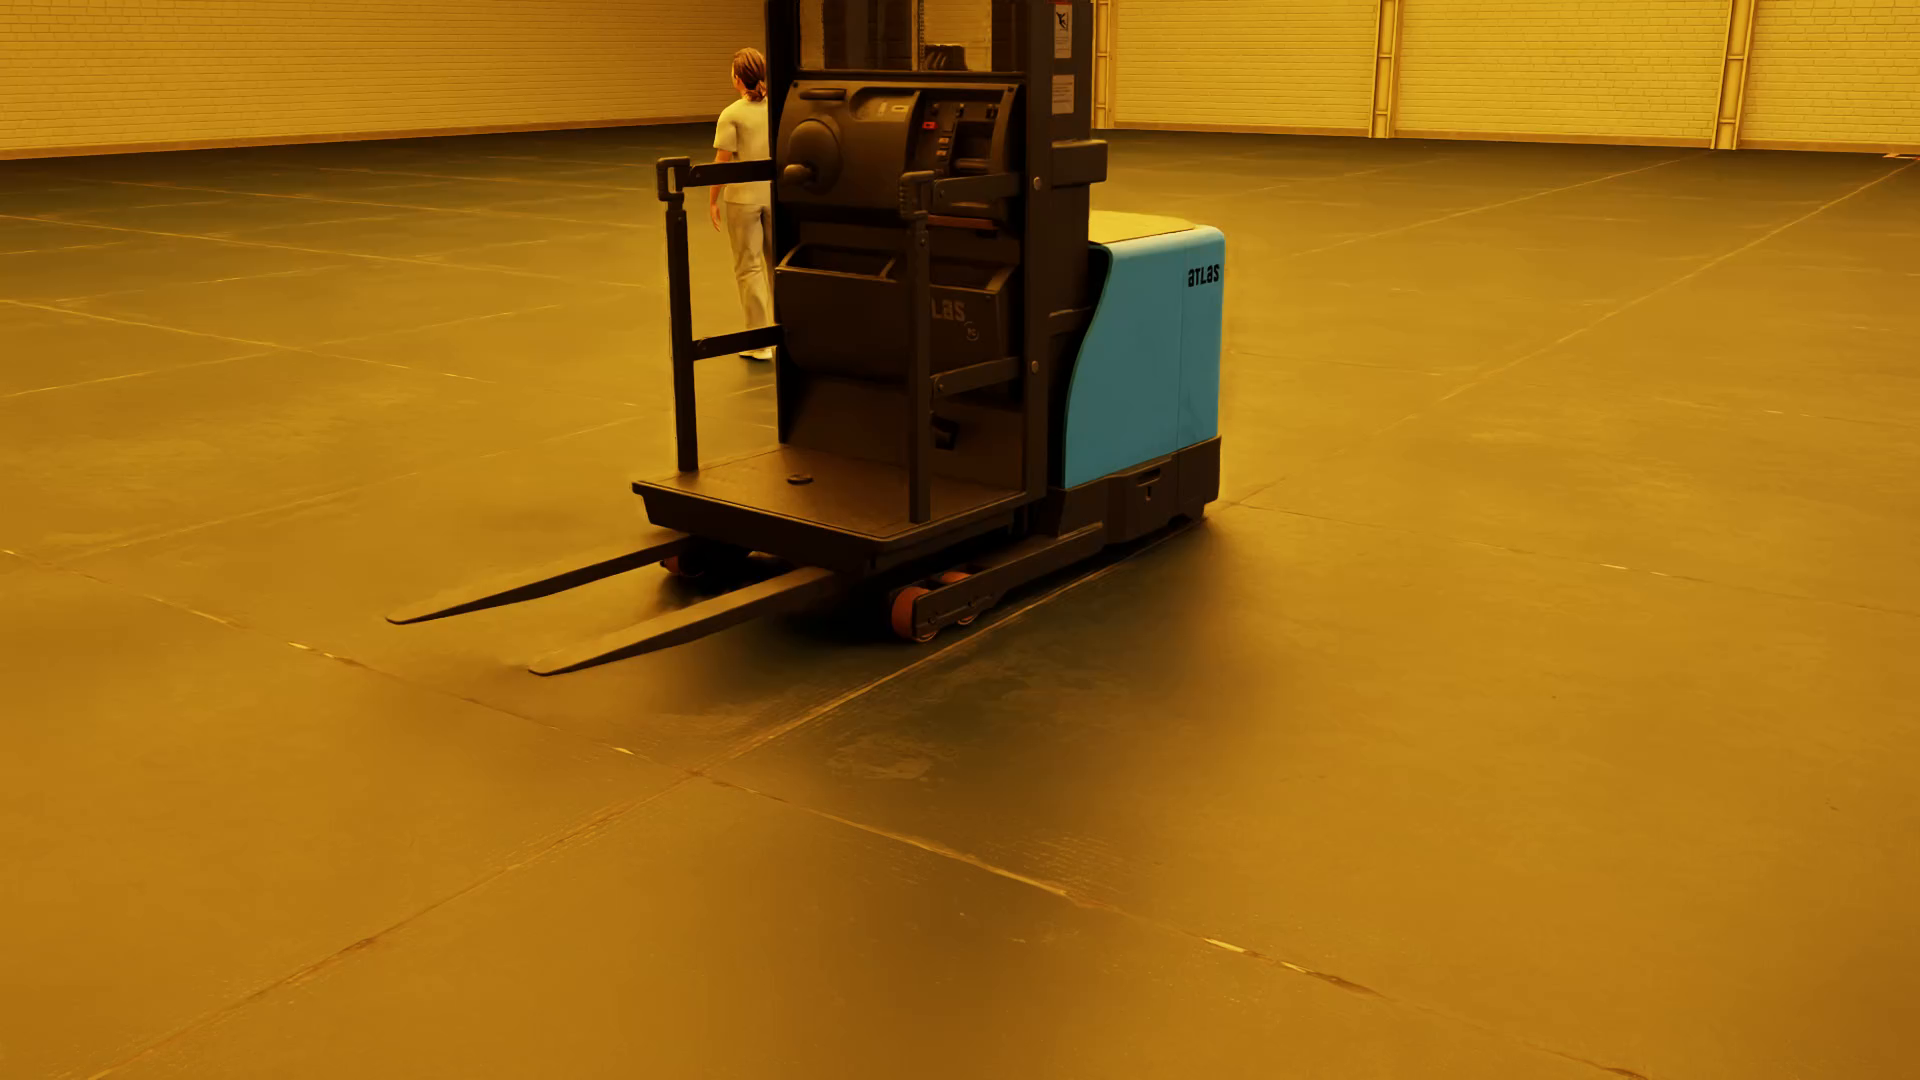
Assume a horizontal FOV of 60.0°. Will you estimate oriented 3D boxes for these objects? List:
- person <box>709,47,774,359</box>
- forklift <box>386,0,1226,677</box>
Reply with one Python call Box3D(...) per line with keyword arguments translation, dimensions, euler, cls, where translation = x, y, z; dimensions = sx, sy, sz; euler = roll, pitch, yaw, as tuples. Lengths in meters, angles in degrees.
Box3D(translation=(-1.132, -1.839, 9.146), dimensions=(0.550, 1.673, 0.548), euler=(-8, 19, -26), cls="person")
Box3D(translation=(-0.341, -1.260, 5.045), dimensions=(1.130, 2.935, 3.031), euler=(13, 21, 37), cls="forklift")
